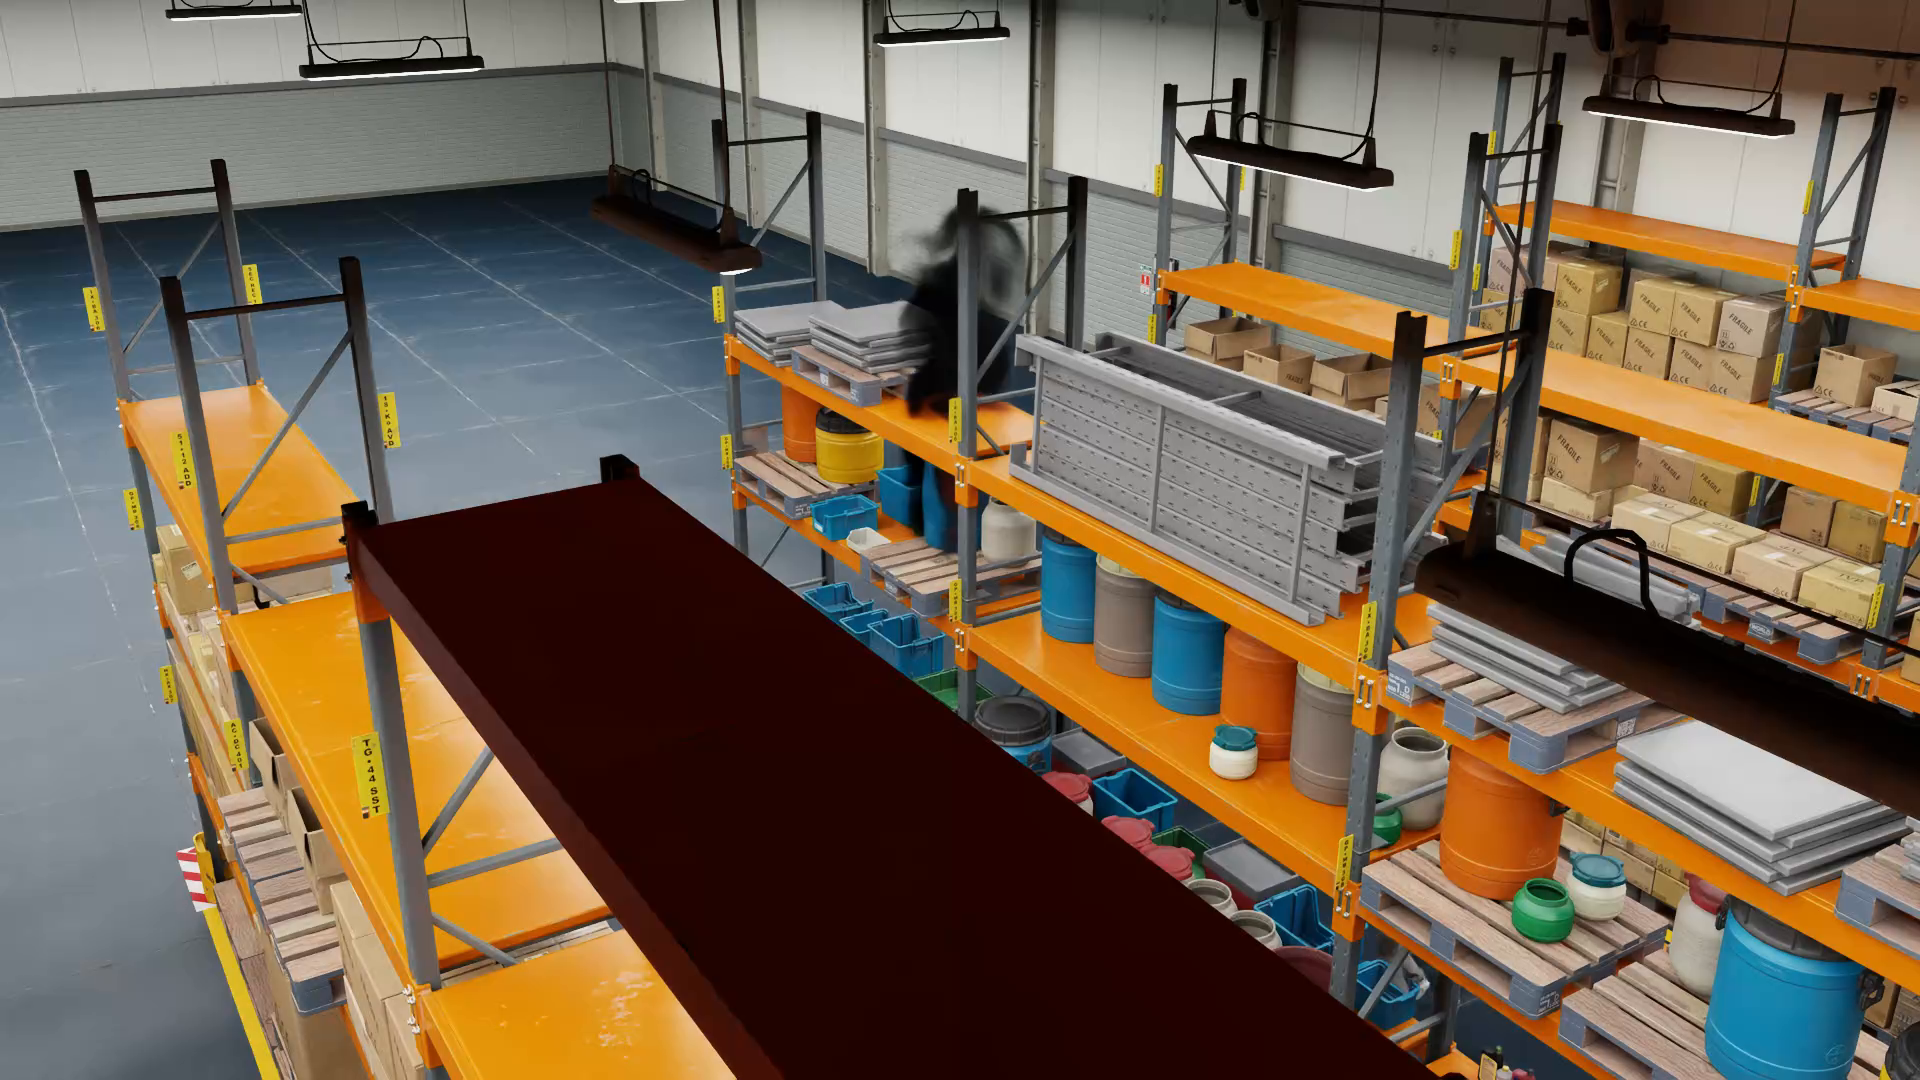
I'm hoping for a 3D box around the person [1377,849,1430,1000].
[{"bbox_3d":[3.260,2.801,12.319,0.516,1.554,0.529,-16,27,-35],"label":"person"}]
